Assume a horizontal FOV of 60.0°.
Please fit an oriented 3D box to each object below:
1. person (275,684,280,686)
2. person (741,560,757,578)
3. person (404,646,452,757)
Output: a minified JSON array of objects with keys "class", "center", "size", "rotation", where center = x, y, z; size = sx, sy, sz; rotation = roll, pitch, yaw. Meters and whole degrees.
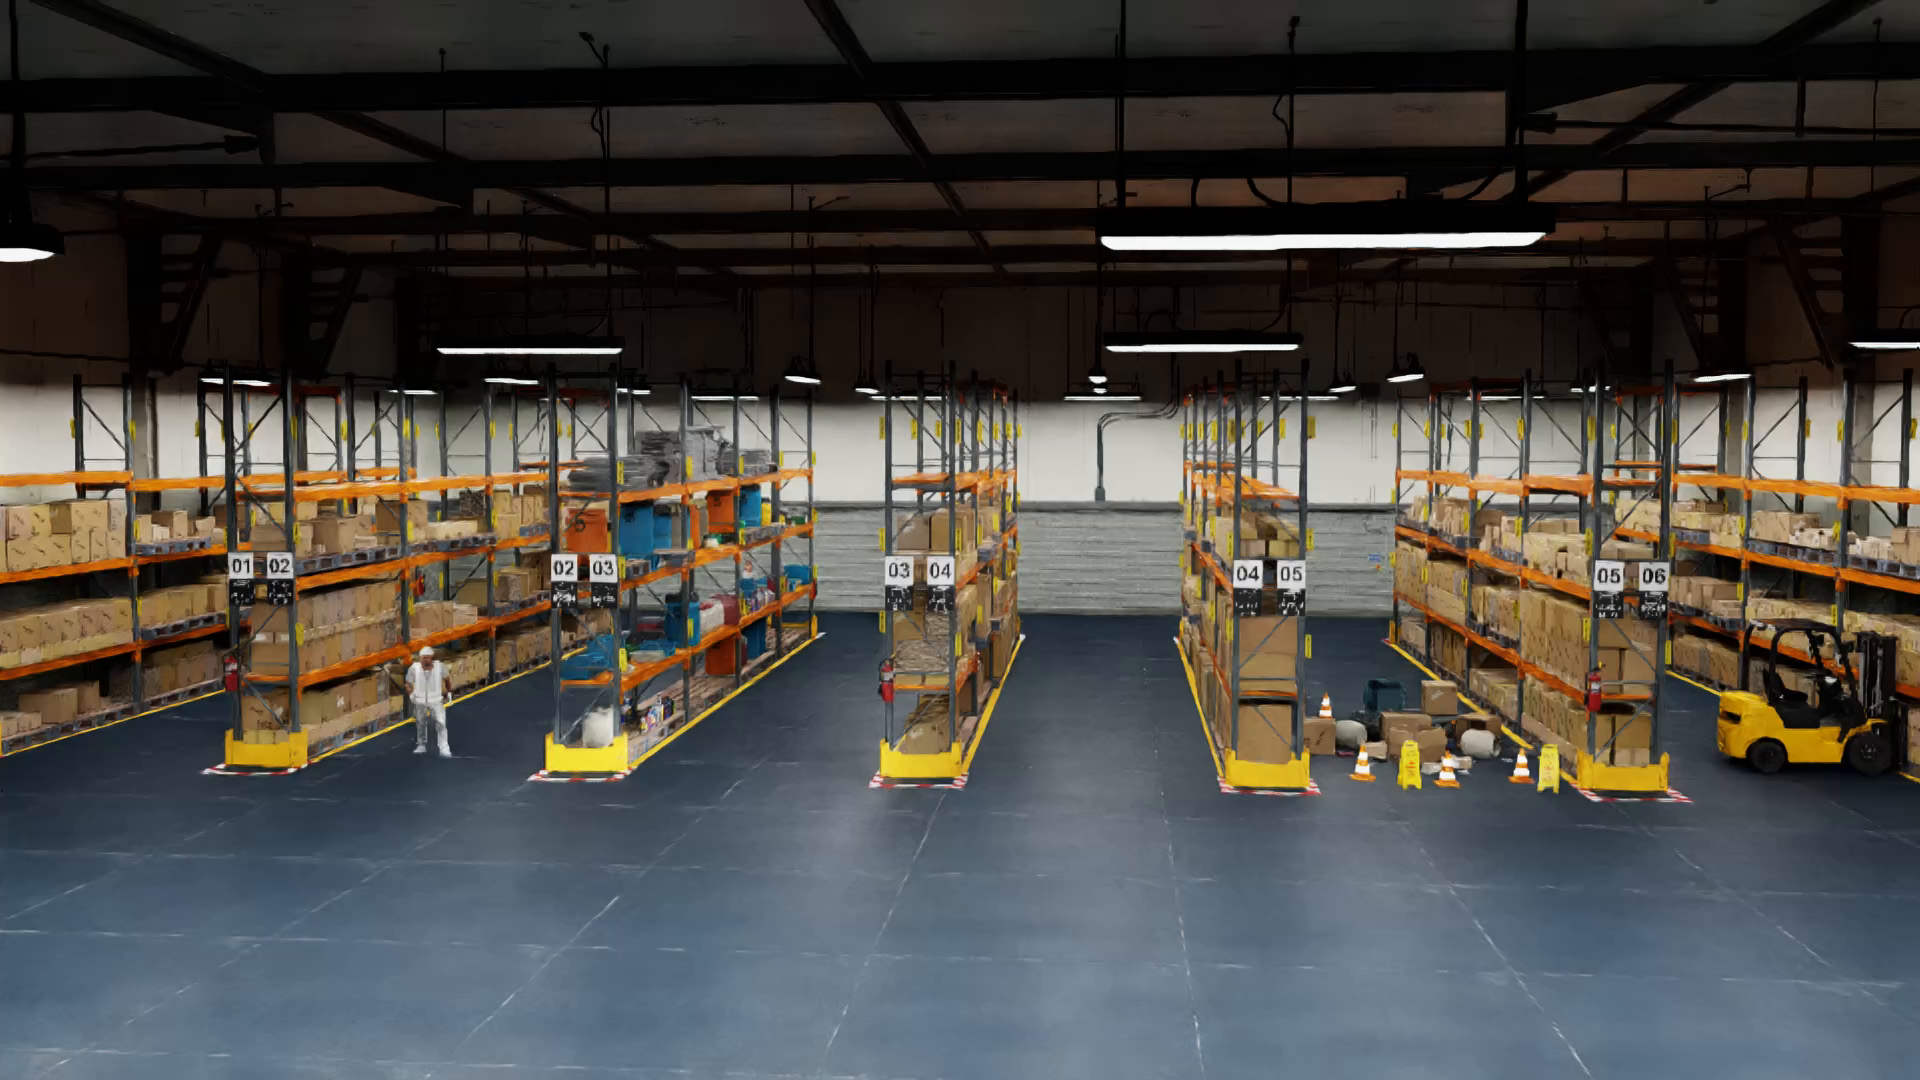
[{"class":"person","center":[-11.903,2.260,29.458],"size":[0.639,1.628,0.512],"rotation":[0,4,3]},{"class":"person","center":[-5.533,1.325,43.590],"size":[0.446,1.590,1.110],"rotation":[0,4,7]},{"class":"person","center":[-8.141,2.456,25.498],"size":[0.704,1.711,0.835],"rotation":[-1,4,-13]}]
